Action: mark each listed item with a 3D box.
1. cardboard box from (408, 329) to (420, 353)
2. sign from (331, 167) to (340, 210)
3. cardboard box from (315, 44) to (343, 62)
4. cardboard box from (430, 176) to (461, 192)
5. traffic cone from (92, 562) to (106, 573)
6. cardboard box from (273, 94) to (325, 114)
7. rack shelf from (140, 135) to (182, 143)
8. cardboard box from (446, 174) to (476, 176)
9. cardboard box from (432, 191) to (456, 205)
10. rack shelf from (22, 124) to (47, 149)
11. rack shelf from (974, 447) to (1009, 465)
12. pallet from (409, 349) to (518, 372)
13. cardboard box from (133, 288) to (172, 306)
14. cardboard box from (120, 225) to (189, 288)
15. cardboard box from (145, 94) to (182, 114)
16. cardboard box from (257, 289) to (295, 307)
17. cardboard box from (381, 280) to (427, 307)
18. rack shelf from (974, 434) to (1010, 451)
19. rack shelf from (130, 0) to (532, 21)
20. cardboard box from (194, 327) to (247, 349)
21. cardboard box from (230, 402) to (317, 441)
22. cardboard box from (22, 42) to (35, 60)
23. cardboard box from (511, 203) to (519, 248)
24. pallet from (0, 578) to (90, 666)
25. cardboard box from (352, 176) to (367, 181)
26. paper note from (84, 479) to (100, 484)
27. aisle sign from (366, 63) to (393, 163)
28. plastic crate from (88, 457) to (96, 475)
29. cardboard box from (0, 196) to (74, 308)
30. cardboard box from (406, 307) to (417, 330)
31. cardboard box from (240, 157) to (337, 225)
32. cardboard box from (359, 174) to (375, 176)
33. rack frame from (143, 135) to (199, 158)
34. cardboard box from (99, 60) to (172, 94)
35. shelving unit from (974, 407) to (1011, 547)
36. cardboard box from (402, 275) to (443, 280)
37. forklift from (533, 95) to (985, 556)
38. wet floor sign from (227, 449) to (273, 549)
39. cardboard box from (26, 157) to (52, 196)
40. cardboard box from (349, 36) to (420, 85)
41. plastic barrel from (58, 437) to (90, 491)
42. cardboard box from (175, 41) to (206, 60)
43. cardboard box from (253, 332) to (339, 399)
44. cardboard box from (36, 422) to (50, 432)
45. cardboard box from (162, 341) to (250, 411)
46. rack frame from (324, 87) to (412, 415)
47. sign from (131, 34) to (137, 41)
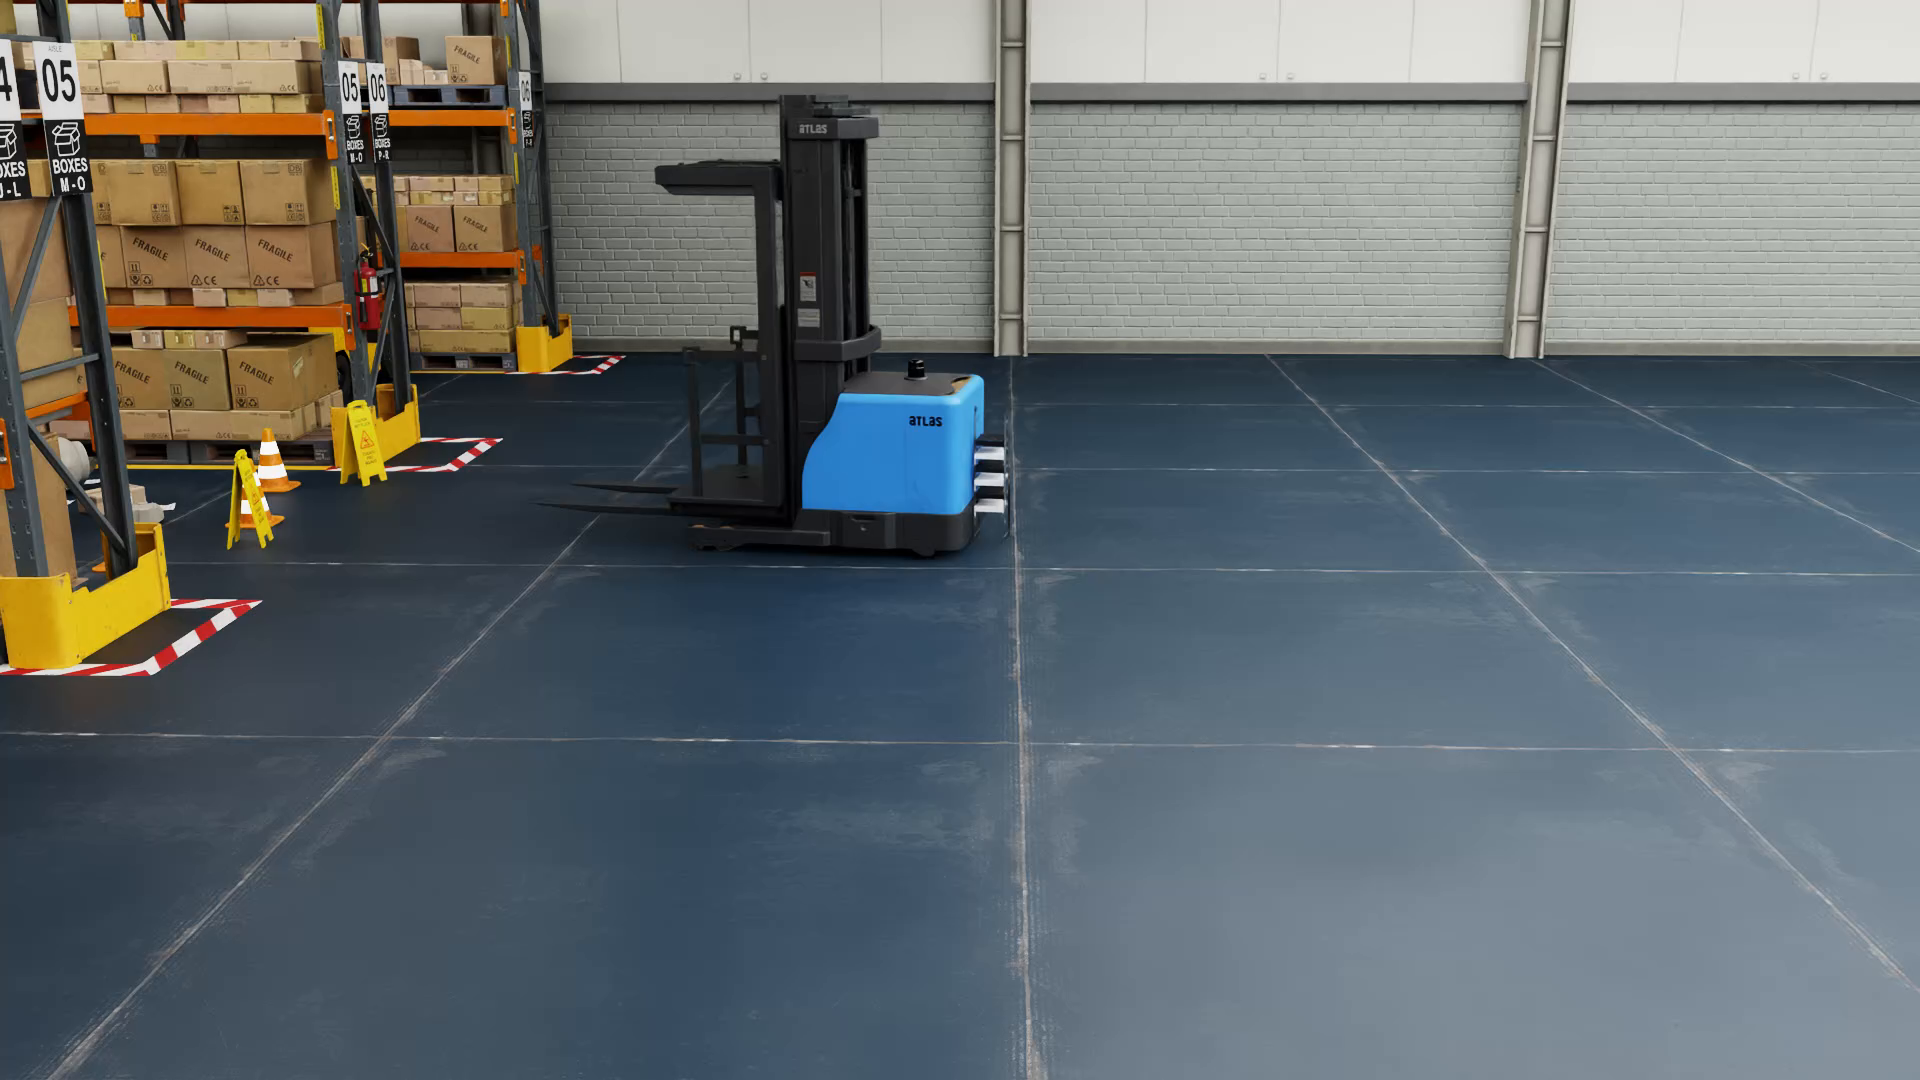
[{"bbox_3d":[-6.201,-2.255,18.574,0.500,0.250,0.500,1,15,2],"label":"cardboard box"},{"bbox_3d":[-4.883,-2.753,13.006,0.005,0.325,0.100,0,15,1],"label":"sign"},{"bbox_3d":[-5.199,-3.951,13.484,0.250,0.149,0.380,0,15,1],"label":"cardboard box"},{"bbox_3d":[-5.599,-3.891,18.156,0.250,0.149,0.380,1,15,3],"label":"cardboard box"},{"bbox_3d":[-5.369,-0.058,10.653,0.334,0.463,0.336,0,15,1],"label":"traffic cone"},{"bbox_3d":[-5.213,-3.442,13.118,0.250,0.149,0.380,0,15,2],"label":"cardboard box"},{"bbox_3d":[-10.724,-4.589,18.386,4.000,0.370,1.077,0,15,1],"label":"rack shelf"},{"bbox_3d":[-5.582,-4.019,18.642,0.250,0.149,0.380,1,15,2],"label":"cardboard box"},{"bbox_3d":[-5.594,-3.752,18.214,0.250,0.149,0.380,1,15,2],"label":"cardboard box"},{"bbox_3d":[-6.874,-2.035,8.702,4.000,0.370,1.077,0,15,1],"label":"rack shelf"},{"bbox_3d":[0.216,-0.565,11.144,0.200,0.077,0.258,3,15,10],"label":"rack shelf"},{"bbox_3d":[-5.492,-2.094,18.863,1.213,0.211,1.003,0,15,1],"label":"pallet"},{"bbox_3d":[-6.509,-1.999,13.529,0.250,0.149,0.380,0,15,1],"label":"cardboard box"},{"bbox_3d":[-6.399,-2.316,13.459,0.500,0.500,0.500,0,15,1],"label":"cardboard box"},{"bbox_3d":[-6.229,-3.454,13.163,0.250,0.149,0.380,0,15,1],"label":"cardboard box"},{"bbox_3d":[-5.485,-1.982,13.464,0.250,0.149,0.380,0,15,1],"label":"cardboard box"},{"bbox_3d":[-6.210,-2.731,18.418,0.500,0.250,0.500,1,15,2],"label":"cardboard box"},{"bbox_3d":[0.216,-0.652,11.121,0.200,0.077,0.258,3,15,10],"label":"rack shelf"},{"bbox_3d":[-6.726,-5.820,17.955,4.000,0.370,1.077,0,15,1],"label":"rack shelf"},{"bbox_3d":[-6.026,-1.656,13.561,0.250,0.149,0.380,1,15,3],"label":"cardboard box"},{"bbox_3d":[-5.688,-0.992,13.788,0.500,0.250,0.500,0,15,1],"label":"cardboard box"},{"bbox_3d":[-7.238,-3.843,13.074,0.250,0.149,0.380,0,15,1],"label":"cardboard box"},{"bbox_3d":[-5.214,-3.570,18.796,0.500,0.500,0.500,1,15,3],"label":"cardboard box"},{"bbox_3d":[-5.676,0.444,9.243,1.213,0.211,1.003,0,15,1],"label":"pallet"},{"bbox_3d":[-6.623,-3.911,18.232,0.250,0.149,0.380,1,15,2],"label":"cardboard box"},{"bbox_3d":[-6.788,-0.469,13.060,0.148,0.019,0.142,-5,16,-18],"label":"paper note"},{"bbox_3d":[-4.779,-3.518,13.697,0.004,0.787,0.394,0,15,1],"label":"aisle sign"},{"bbox_3d":[-7.299,-0.577,13.370,0.583,0.080,0.402,-5,16,-18],"label":"plastic crate"},{"bbox_3d":[-5.245,-1.526,8.833,0.550,0.550,0.875,0,15,1],"label":"cardboard box"},{"bbox_3d":[-6.239,-2.491,18.487,0.500,0.250,0.500,0,15,0],"label":"cardboard box"},{"bbox_3d":[-5.366,-2.805,13.354,0.500,0.500,0.700,0,15,0],"label":"cardboard box"},{"bbox_3d":[-6.602,-4.028,18.676,0.250,0.149,0.380,0,15,2],"label":"cardboard box"},{"bbox_3d":[-8.725,-3.474,18.627,0.127,3.000,1.000,0,15,1],"label":"rack frame"},{"bbox_3d":[-6.389,-3.644,13.103,0.500,0.250,0.500,1,15,3],"label":"cardboard box"},{"bbox_3d":[0.216,-0.424,11.182,0.210,0.900,0.258,3,15,10],"label":"shelving unit"},{"bbox_3d":[-6.201,-2.865,18.924,0.500,0.250,0.500,0,15,1],"label":"cardboard box"},{"bbox_3d":[-1.389,-1.472,11.174,3.031,2.935,1.130,3,15,10],"label":"forklift"},{"bbox_3d":[-4.795,-0.285,11.157,0.232,0.644,0.267,-2,15,-8],"label":"wet floor sign"},{"bbox_3d":[-7.402,-2.806,13.358,0.500,0.500,0.700,0,15,0],"label":"cardboard box"},{"bbox_3d":[-6.196,-5.171,17.964,0.500,0.500,0.700,0,15,2],"label":"cardboard box"},{"bbox_3d":[-6.953,-0.564,12.647,0.421,0.421,0.512,13,19,40],"label":"plastic barrel"},{"bbox_3d":[-5.960,-3.847,13.089,0.250,0.149,0.380,0,15,2],"label":"cardboard box"},{"bbox_3d":[-5.672,-1.494,14.219,0.500,0.500,0.500,0,15,0],"label":"cardboard box"},{"bbox_3d":[-7.731,-1.008,13.849,0.500,0.250,0.500,1,15,5],"label":"cardboard box"},{"bbox_3d":[-6.179,-1.359,13.709,0.500,0.500,0.500,1,15,4],"label":"cardboard box"},{"bbox_3d":[-4.849,-2.182,13.730,0.127,3.000,1.000,0,15,1],"label":"rack frame"},{"bbox_3d":[-8.729,-5.188,17.614,0.005,0.325,0.100,0,15,1],"label":"sign"}]
